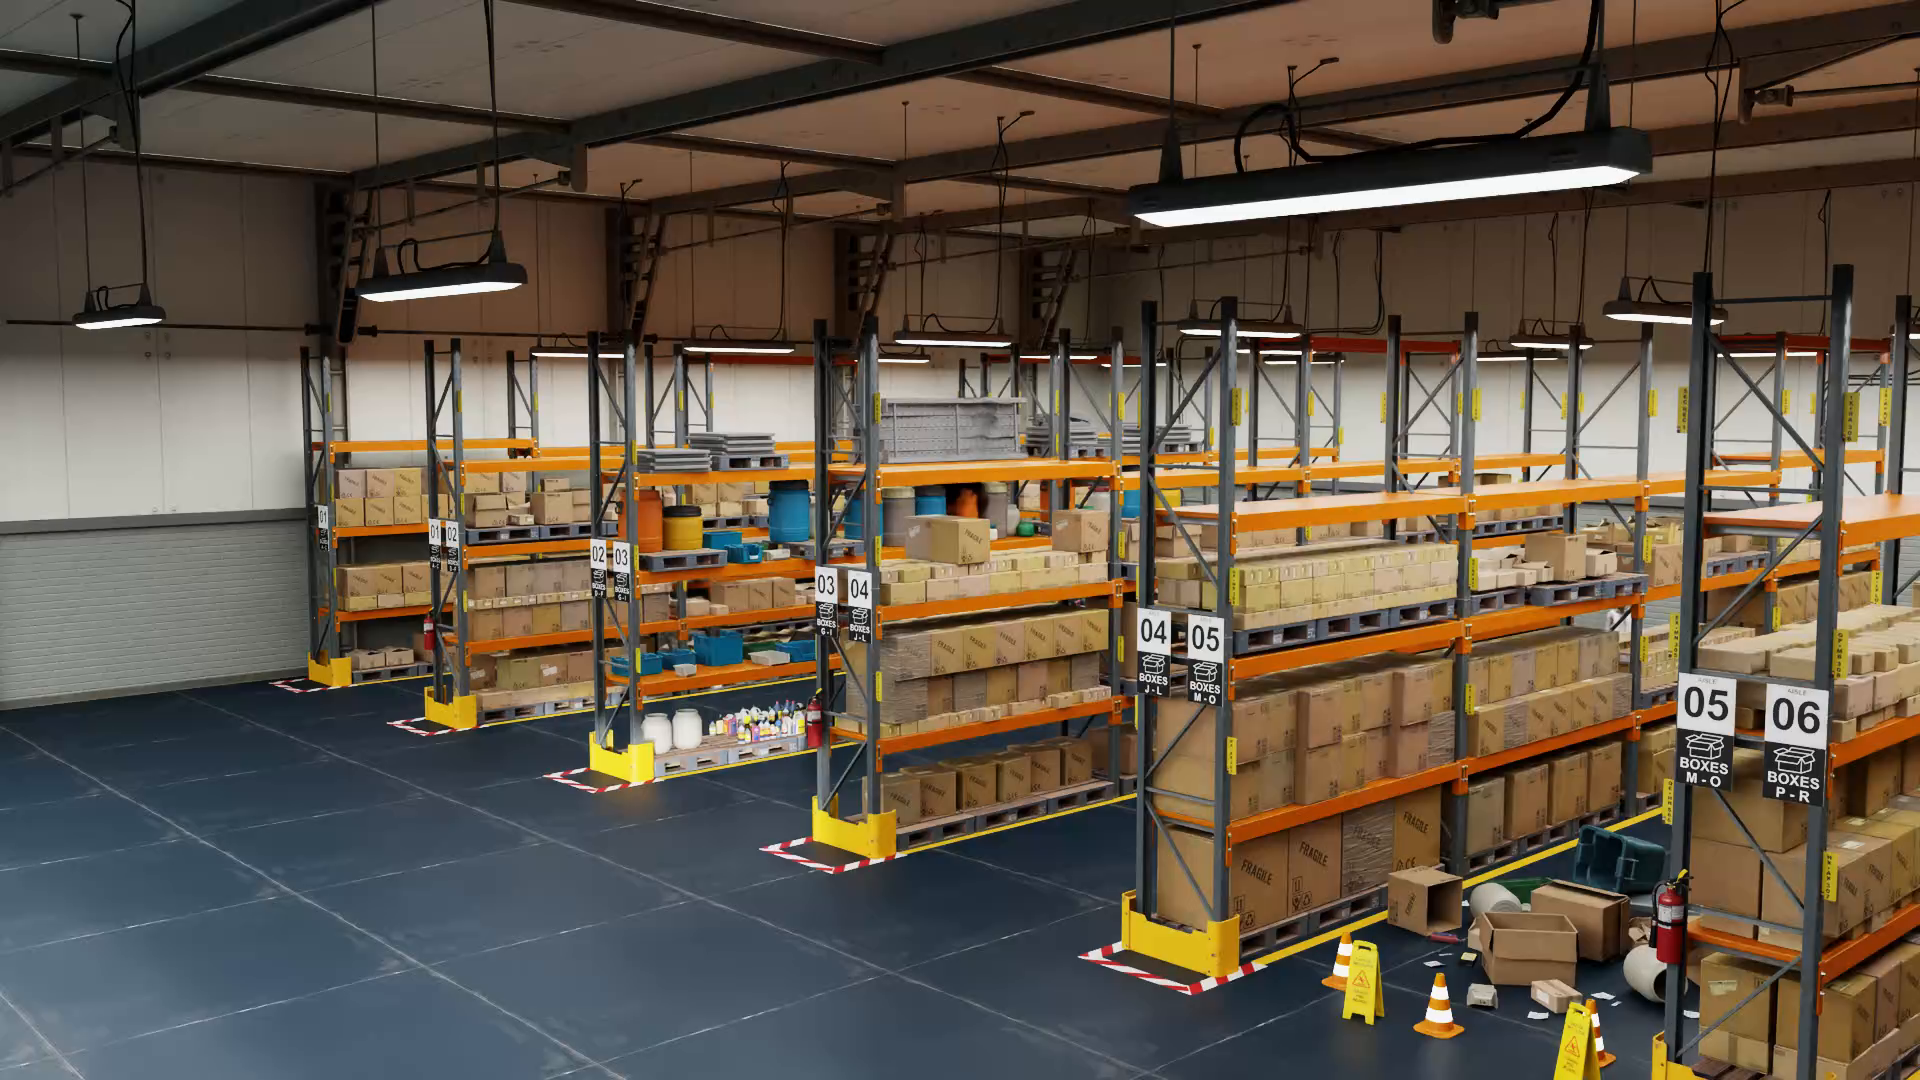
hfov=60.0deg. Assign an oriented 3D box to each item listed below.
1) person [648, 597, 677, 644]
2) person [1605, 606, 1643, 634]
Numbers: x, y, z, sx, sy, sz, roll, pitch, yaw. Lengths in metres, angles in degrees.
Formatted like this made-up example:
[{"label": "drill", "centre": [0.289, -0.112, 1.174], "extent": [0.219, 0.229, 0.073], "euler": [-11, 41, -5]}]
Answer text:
[{"label": "person", "centre": [-5.615, 1.563, 31.565], "extent": [0.601, 1.705, 0.815], "euler": [5, 7, 44]}, {"label": "person", "centre": [11.530, 1.767, 28.850], "extent": [0.660, 1.703, 0.617], "euler": [1, 5, 15]}]
